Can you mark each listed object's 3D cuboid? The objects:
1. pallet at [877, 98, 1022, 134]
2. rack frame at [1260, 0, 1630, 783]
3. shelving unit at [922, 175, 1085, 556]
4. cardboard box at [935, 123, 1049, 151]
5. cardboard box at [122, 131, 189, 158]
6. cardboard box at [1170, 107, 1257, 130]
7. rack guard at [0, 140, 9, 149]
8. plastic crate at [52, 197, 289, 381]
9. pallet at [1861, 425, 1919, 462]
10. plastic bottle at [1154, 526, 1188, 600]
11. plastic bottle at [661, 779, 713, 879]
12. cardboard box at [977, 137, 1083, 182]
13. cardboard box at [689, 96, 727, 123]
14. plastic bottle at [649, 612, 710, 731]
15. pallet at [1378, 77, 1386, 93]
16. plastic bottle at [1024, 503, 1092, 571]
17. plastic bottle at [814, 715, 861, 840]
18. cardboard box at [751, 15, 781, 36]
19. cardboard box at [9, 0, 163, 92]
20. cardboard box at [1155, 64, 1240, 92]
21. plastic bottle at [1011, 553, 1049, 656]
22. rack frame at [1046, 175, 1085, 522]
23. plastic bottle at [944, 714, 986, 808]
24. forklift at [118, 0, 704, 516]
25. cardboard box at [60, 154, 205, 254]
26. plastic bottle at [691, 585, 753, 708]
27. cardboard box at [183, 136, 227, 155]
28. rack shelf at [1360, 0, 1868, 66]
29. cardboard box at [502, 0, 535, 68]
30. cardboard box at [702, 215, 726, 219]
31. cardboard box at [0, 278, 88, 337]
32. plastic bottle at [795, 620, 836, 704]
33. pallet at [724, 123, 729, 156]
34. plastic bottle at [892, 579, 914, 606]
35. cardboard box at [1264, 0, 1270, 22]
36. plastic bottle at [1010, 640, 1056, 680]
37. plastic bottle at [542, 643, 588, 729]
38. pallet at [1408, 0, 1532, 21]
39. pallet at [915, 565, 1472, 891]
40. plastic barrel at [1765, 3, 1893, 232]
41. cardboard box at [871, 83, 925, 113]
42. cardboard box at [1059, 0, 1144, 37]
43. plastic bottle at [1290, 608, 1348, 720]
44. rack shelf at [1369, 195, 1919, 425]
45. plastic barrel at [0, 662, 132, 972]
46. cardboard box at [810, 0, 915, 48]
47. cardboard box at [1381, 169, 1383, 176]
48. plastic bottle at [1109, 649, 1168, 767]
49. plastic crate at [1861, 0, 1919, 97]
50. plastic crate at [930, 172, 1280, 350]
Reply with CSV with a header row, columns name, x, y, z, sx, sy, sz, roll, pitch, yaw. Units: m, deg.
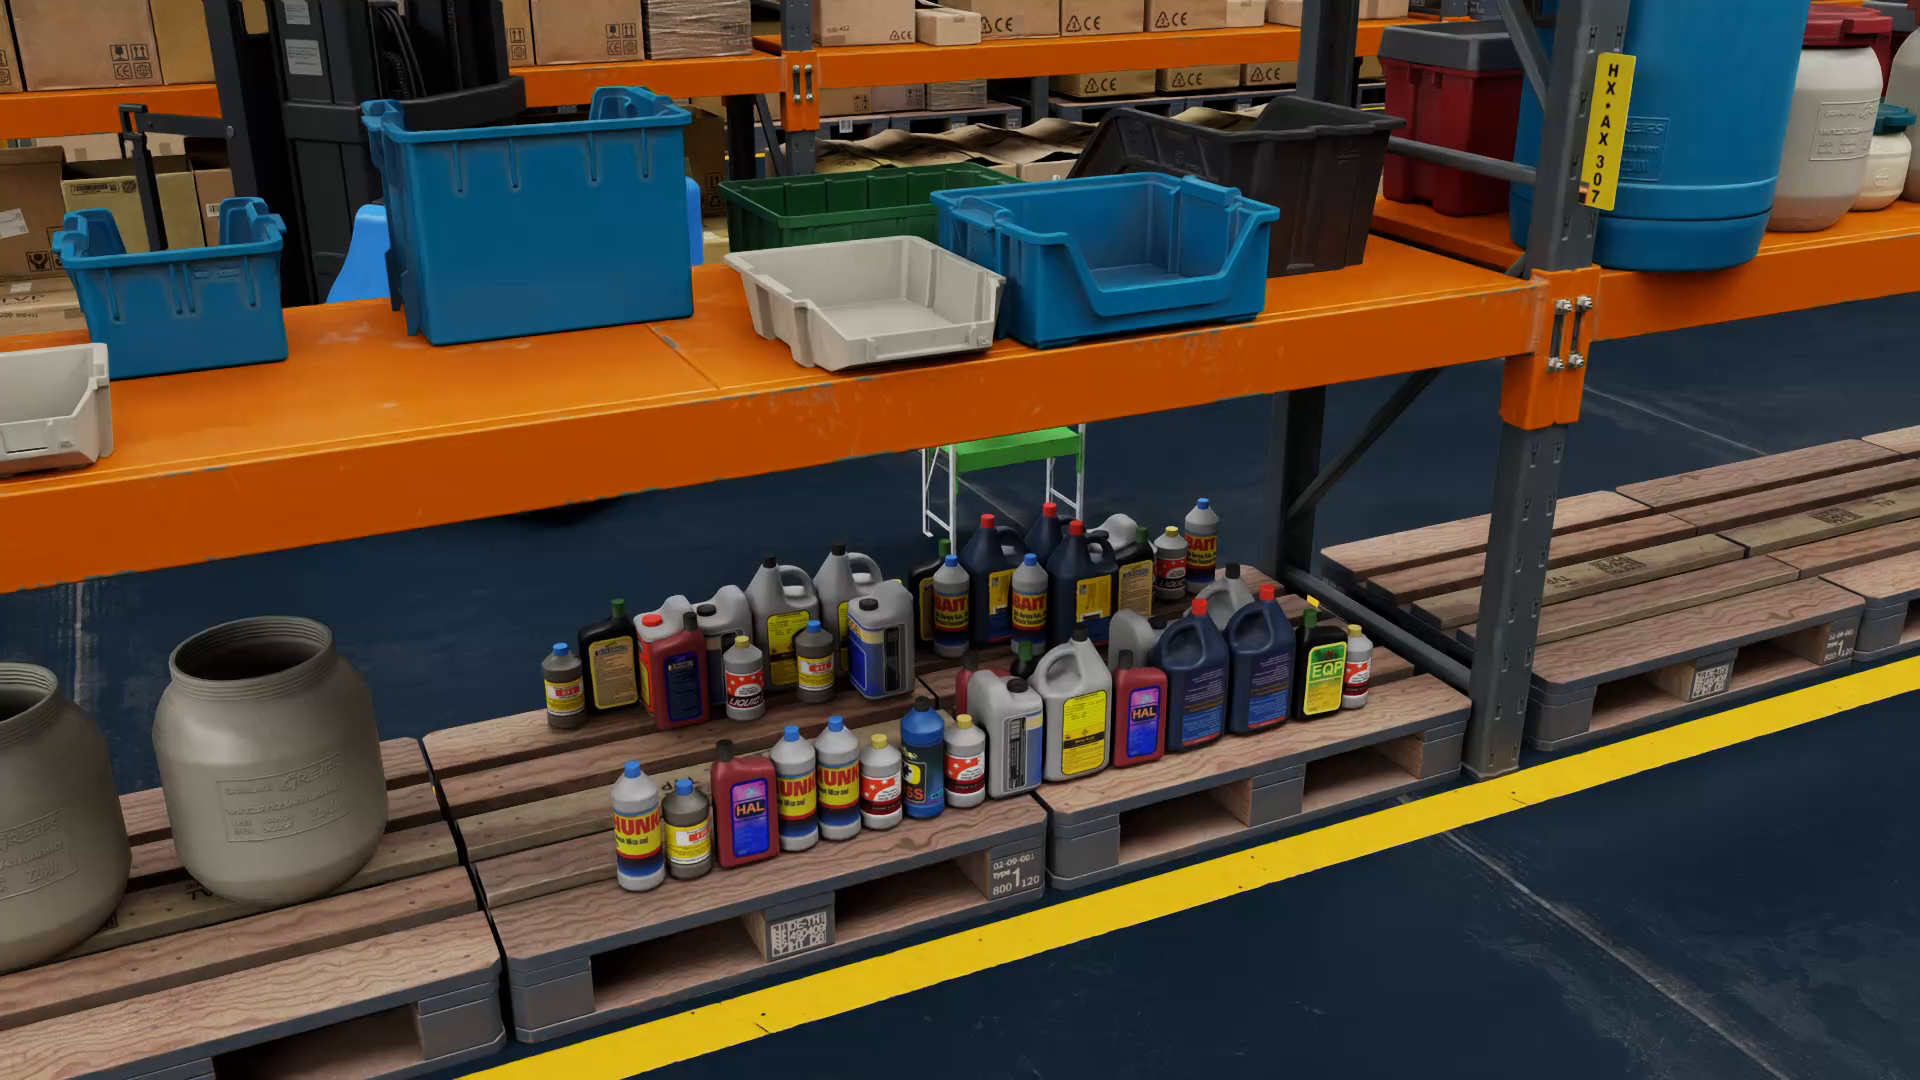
name,x,y,z,sx,sy,sz,roll,pitch,yaw
pallet,-0.226,-3.608,14.190,1.213,0.211,1.003,-10,25,-24
rack frame,1.171,-0.948,4.118,0.127,3.000,1.000,-10,25,-24
shelving unit,0.149,-0.582,5.587,0.503,1.200,0.258,-10,25,-24
cardboard box,0.184,-2.175,9.394,0.500,0.311,0.500,-11,25,-24
cardboard box,-5.554,-2.838,11.624,0.500,0.311,0.500,-8,24,-19
cardboard box,1.561,-2.426,10.001,0.500,0.311,0.500,-11,25,-25
rack guard,-6.661,-2.556,11.271,0.348,0.500,1.175,-10,25,-24
plastic crate,-1.524,-0.507,3.248,0.408,0.251,0.499,-10,25,-24
pallet,4.060,-0.208,5.976,1.213,0.211,1.003,-10,25,-24
plastic bottle,0.602,0.061,4.765,0.097,0.201,0.097,0,22,0
plastic bottle,-0.571,0.595,3.474,0.097,0.201,0.097,0,22,0
cardboard box,0.426,-1.988,8.944,0.500,0.311,0.500,-11,25,-25
cardboard box,-2.026,-3.641,13.317,0.500,0.500,0.700,-11,25,-25
plastic bottle,-0.683,0.316,4.041,0.133,0.283,0.061,-10,25,-24
pallet,4.802,-4.500,16.345,1.213,0.211,1.003,-10,25,-24
plastic bottle,0.264,0.064,4.562,0.185,0.351,0.144,-10,24,-22
plastic bottle,-0.265,0.506,3.597,0.097,0.271,0.097,0,22,0
cardboard box,-1.607,-4.046,13.316,0.500,0.250,0.500,-11,25,-25
cardboard box,-3.681,-2.200,7.012,0.500,0.500,0.700,-10,24,-22
cardboard box,1.990,-4.446,14.831,0.750,0.750,0.750,-11,25,-24
plastic bottle,0.186,0.166,4.419,0.097,0.271,0.097,0,22,0
rack frame,0.369,-0.622,5.685,0.015,1.200,0.240,-10,25,-24
plastic bottle,0.009,0.488,3.732,0.097,0.201,0.097,0,22,0
forklift,-2.530,-1.793,6.249,3.031,2.935,1.130,9,24,21
cardboard box,-3.549,-1.358,7.174,0.500,0.500,0.500,-10,25,-24
plastic bottle,-0.604,0.260,4.186,0.135,0.276,0.152,-11,25,-25
cardboard box,-3.329,-1.624,7.818,0.500,0.500,0.500,-10,25,-24
rack shelf,4.433,-3.318,10.785,4.000,0.370,1.077,-10,25,-24
cardboard box,-2.297,-2.454,7.626,0.500,0.500,0.700,-10,25,-23
cardboard box,-1.523,-1.607,8.755,0.500,0.250,0.500,-10,25,-24
cardboard box,-3.998,-0.928,7.115,0.500,0.250,0.500,-10,25,-24
plastic bottle,-0.365,0.300,4.187,0.097,0.201,0.097,0,22,0
pallet,-2.425,-3.203,13.212,1.213,0.211,1.003,-10,25,-24
plastic bottle,-0.172,0.203,4.421,0.097,0.201,0.097,0,22,0
cardboard box,1.741,-3.196,9.666,0.500,0.311,0.500,-11,25,-24
plastic bottle,0.184,0.365,3.924,0.133,0.283,0.061,-10,25,-24
plastic bottle,-0.968,0.350,4.067,0.097,0.201,0.097,0,22,0
pallet,3.211,-3.367,10.213,1.003,0.211,1.213,-10,25,-24
pallet,0.548,0.438,4.417,1.213,0.211,1.003,-10,25,-24
plastic barrel,2.128,-1.094,4.293,0.433,0.535,0.433,0,22,0
cardboard box,-0.662,-3.891,13.921,0.500,0.500,0.700,-10,25,-24
cardboard box,0.651,-2.994,8.930,0.500,0.500,0.500,-10,25,-24
plastic bottle,0.881,0.298,4.086,0.133,0.283,0.061,-9,24,-21
rack shelf,2.973,-0.947,5.057,4.000,0.370,1.077,-10,25,-24
plastic barrel,-1.873,0.536,3.238,0.421,0.512,0.421,0,22,0
cardboard box,-0.549,-2.683,8.505,0.500,0.250,0.500,-9,24,-20
cardboard box,2.265,-2.330,9.769,0.500,0.311,0.500,-10,24,-22
plastic bottle,0.414,0.383,3.878,0.133,0.283,0.061,-9,24,-20
plastic crate,3.187,-1.478,5.316,0.583,0.464,0.402,-10,25,-24
plastic crate,0.292,-0.602,3.477,0.616,0.251,0.499,-10,25,-24
